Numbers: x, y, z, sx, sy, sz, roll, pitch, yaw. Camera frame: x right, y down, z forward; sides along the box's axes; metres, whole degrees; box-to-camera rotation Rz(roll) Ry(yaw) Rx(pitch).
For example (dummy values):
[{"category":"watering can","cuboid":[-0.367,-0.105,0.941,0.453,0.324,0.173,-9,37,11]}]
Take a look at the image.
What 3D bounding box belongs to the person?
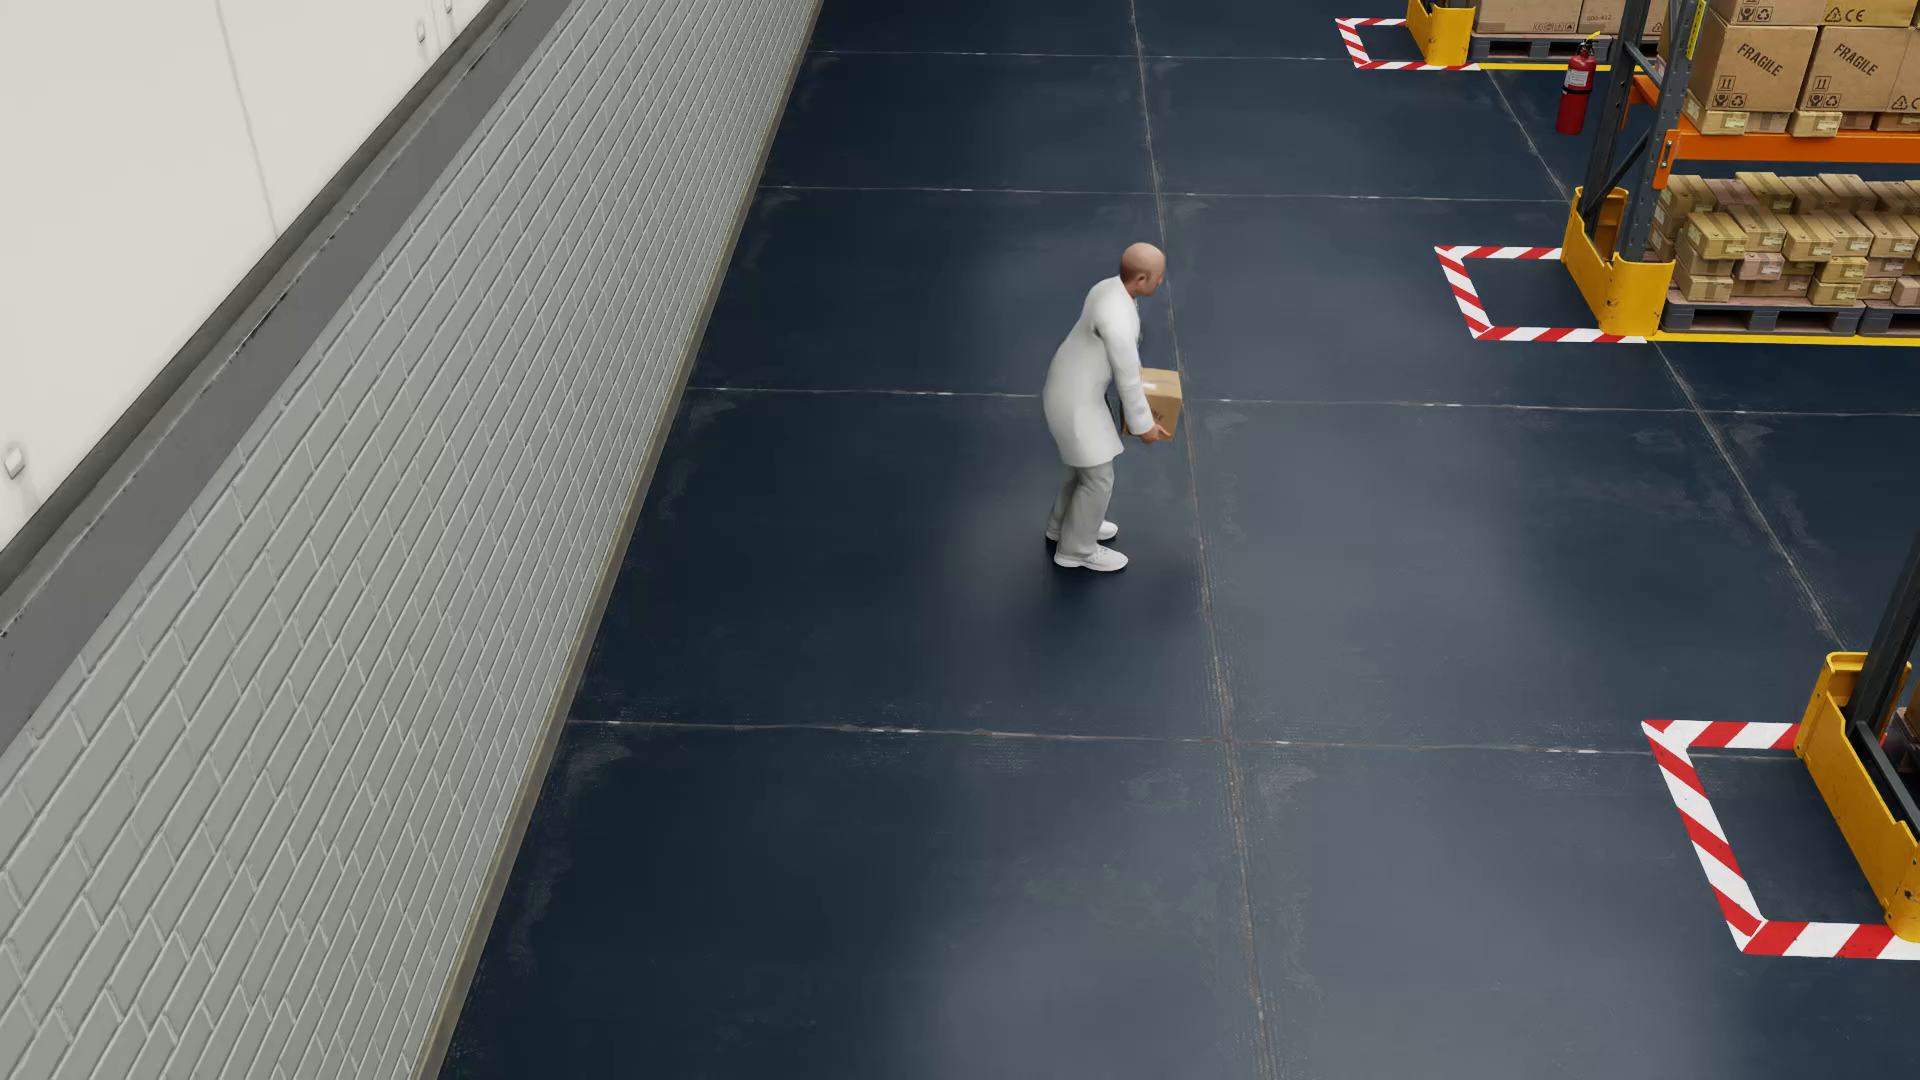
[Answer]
[{"category":"person","cuboid":[0.710,-0.644,8.100,0.618,1.720,0.537,1,35,1]}]
